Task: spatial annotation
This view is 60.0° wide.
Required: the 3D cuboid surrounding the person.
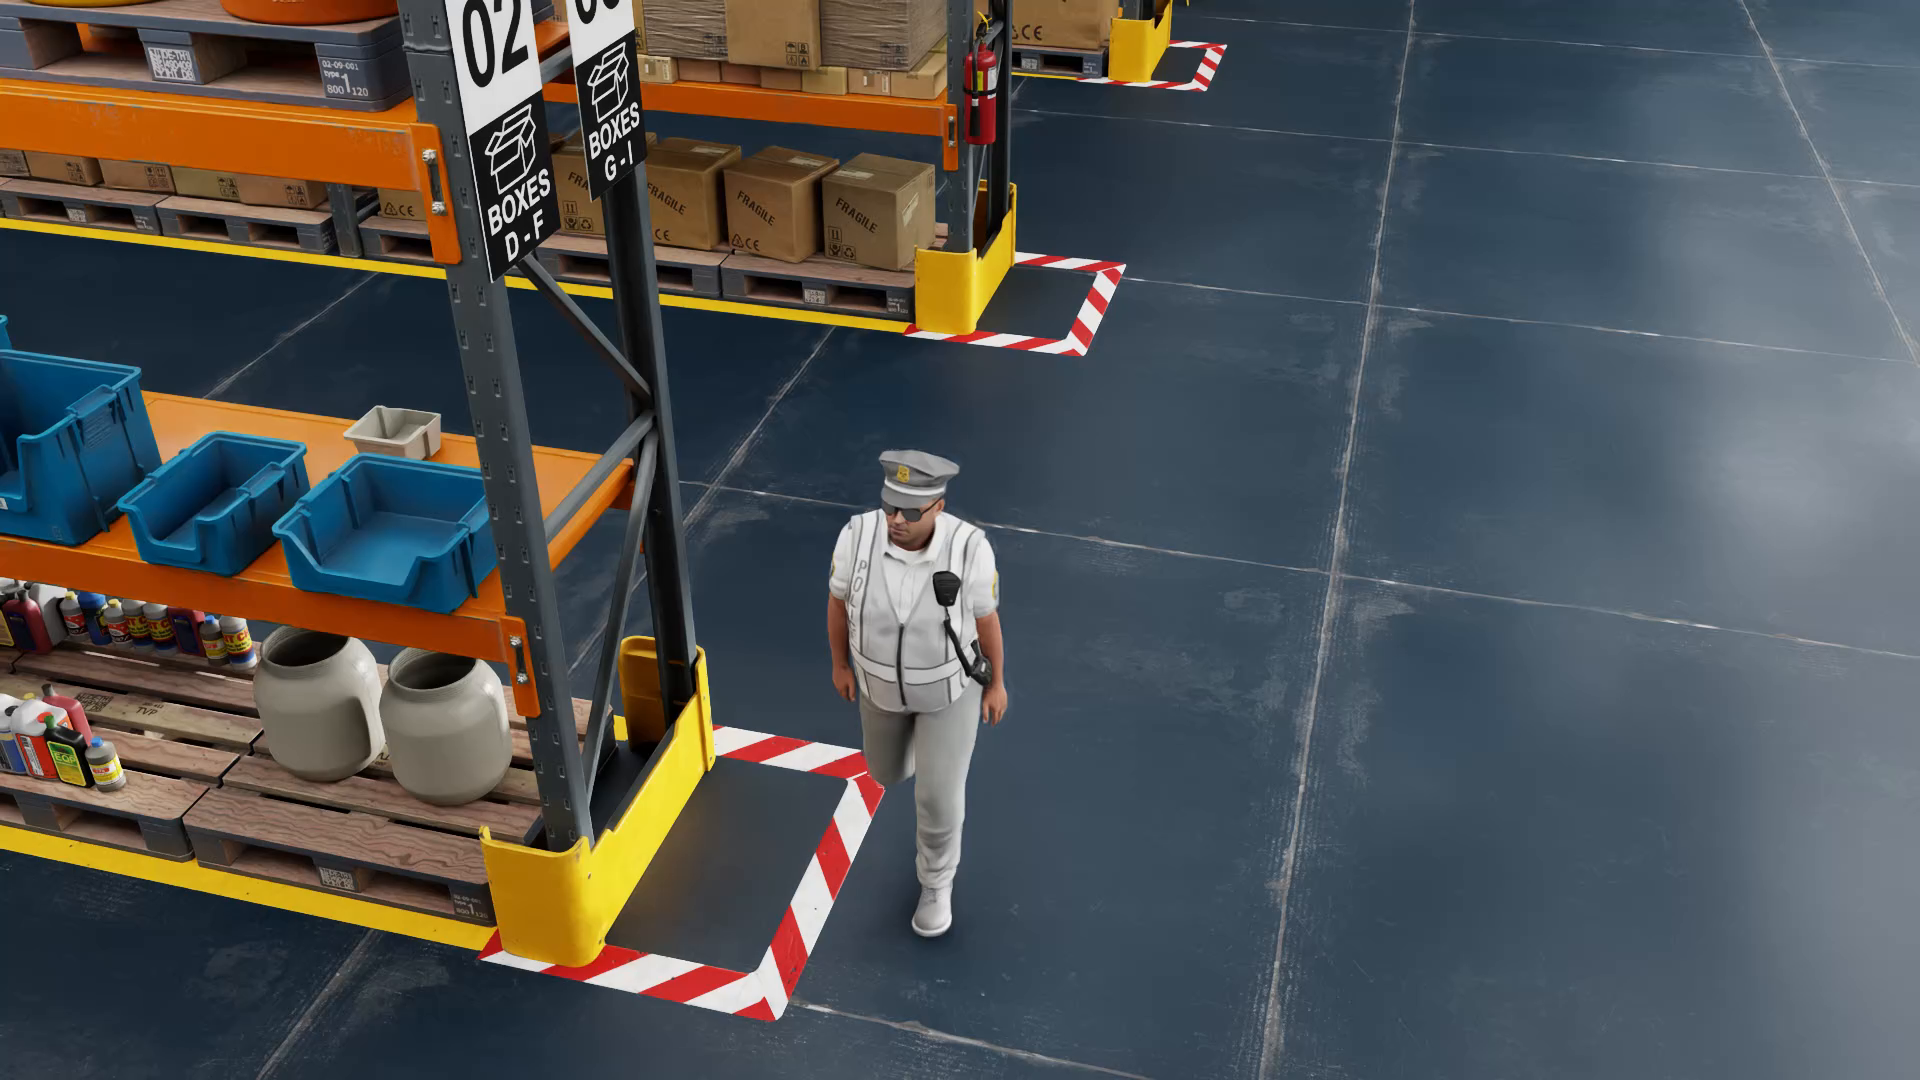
[{"bbox_3d":[-0.131,0.402,5.484,0.591,1.745,0.854,8,33,12],"label":"person"}]
